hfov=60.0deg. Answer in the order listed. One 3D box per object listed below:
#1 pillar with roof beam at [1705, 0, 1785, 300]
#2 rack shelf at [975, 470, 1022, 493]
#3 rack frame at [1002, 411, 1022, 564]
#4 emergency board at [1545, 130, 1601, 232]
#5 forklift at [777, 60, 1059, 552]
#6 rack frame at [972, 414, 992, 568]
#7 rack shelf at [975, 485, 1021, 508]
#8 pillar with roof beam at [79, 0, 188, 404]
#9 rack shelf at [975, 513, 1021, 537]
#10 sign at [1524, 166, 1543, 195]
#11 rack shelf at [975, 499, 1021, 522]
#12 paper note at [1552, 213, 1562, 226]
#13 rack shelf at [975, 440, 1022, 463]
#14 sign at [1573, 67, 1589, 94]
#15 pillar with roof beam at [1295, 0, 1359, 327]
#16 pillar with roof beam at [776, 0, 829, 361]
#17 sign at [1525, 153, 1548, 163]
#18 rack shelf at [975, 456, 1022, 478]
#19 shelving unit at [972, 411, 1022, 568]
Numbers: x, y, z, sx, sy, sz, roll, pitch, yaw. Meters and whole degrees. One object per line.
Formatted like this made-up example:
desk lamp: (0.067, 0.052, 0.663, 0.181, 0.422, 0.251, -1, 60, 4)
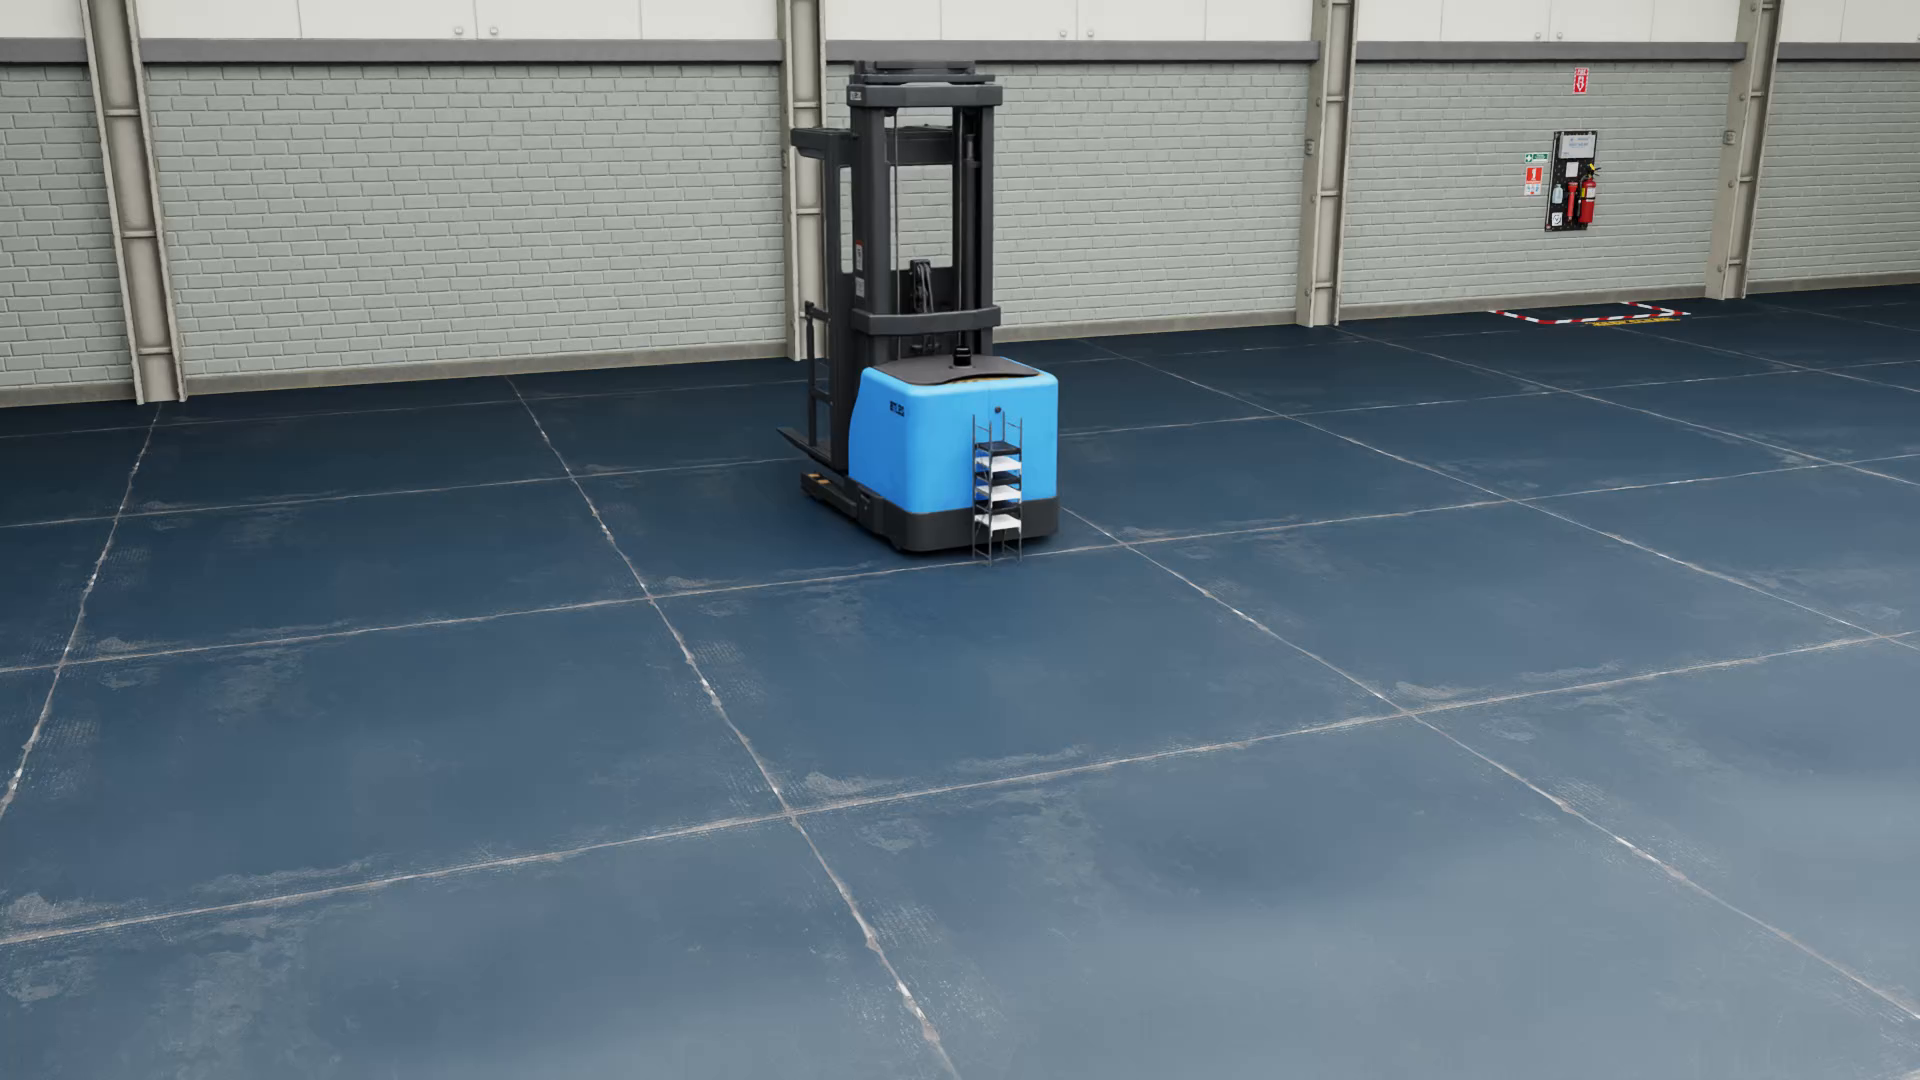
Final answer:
pillar with roof beam: (11.215, -6.256, 15.931, 0.400, 9.000, 9.100, -6, 17, -20)
rack shelf: (0.223, -0.359, 10.022, 0.200, 0.077, 0.258, -8, 18, -25)
rack frame: (0.314, -0.317, 10.081, 0.006, 0.900, 0.240, -8, 18, -25)
emergency board: (7.354, -4.271, 19.819, 0.643, 1.169, 0.194, -6, 17, -20)
forklift: (-0.459, -1.705, 11.203, 1.130, 2.935, 3.031, -7, 18, -24)
rack frame: (0.132, -0.292, 9.995, 0.006, 0.900, 0.240, -8, 18, -25)
rack shelf: (0.223, -0.273, 10.047, 0.200, 0.077, 0.258, -8, 18, -25)
pillar with roof beam: (-5.593, -4.441, 9.751, 0.400, 9.000, 9.100, -6, 17, -20)
rack shelf: (0.223, -0.100, 10.098, 0.200, 0.077, 0.258, -8, 18, -25)
sign: (6.800, -4.260, 19.717, 0.234, 0.329, 0.001, -6, 17, -20)
rack shelf: (0.223, -0.186, 10.073, 0.200, 0.077, 0.258, -8, 18, -25)
paper note: (7.164, -3.849, 19.945, 0.142, 0.148, 0.016, -6, 17, -20)
rack shelf: (0.223, -0.532, 9.971, 0.200, 0.077, 0.258, -8, 18, -25)
sign: (7.311, -5.409, 19.579, 0.199, 0.298, 0.001, -6, 17, -20)
pillar with roof beam: (5.613, -5.651, 13.871, 0.400, 9.000, 9.100, -6, 17, -20)
pillar with roof beam: (0.010, -5.046, 11.811, 0.400, 9.000, 9.100, -6, 17, -20)
sign: (6.808, -4.512, 19.636, 0.331, 0.109, 0.001, -6, 17, -20)
rack shelf: (0.223, -0.445, 9.997, 0.200, 0.077, 0.258, -8, 18, -25)
shelving unit: (0.223, -0.305, 10.038, 0.210, 0.900, 0.258, -8, 18, -25)
